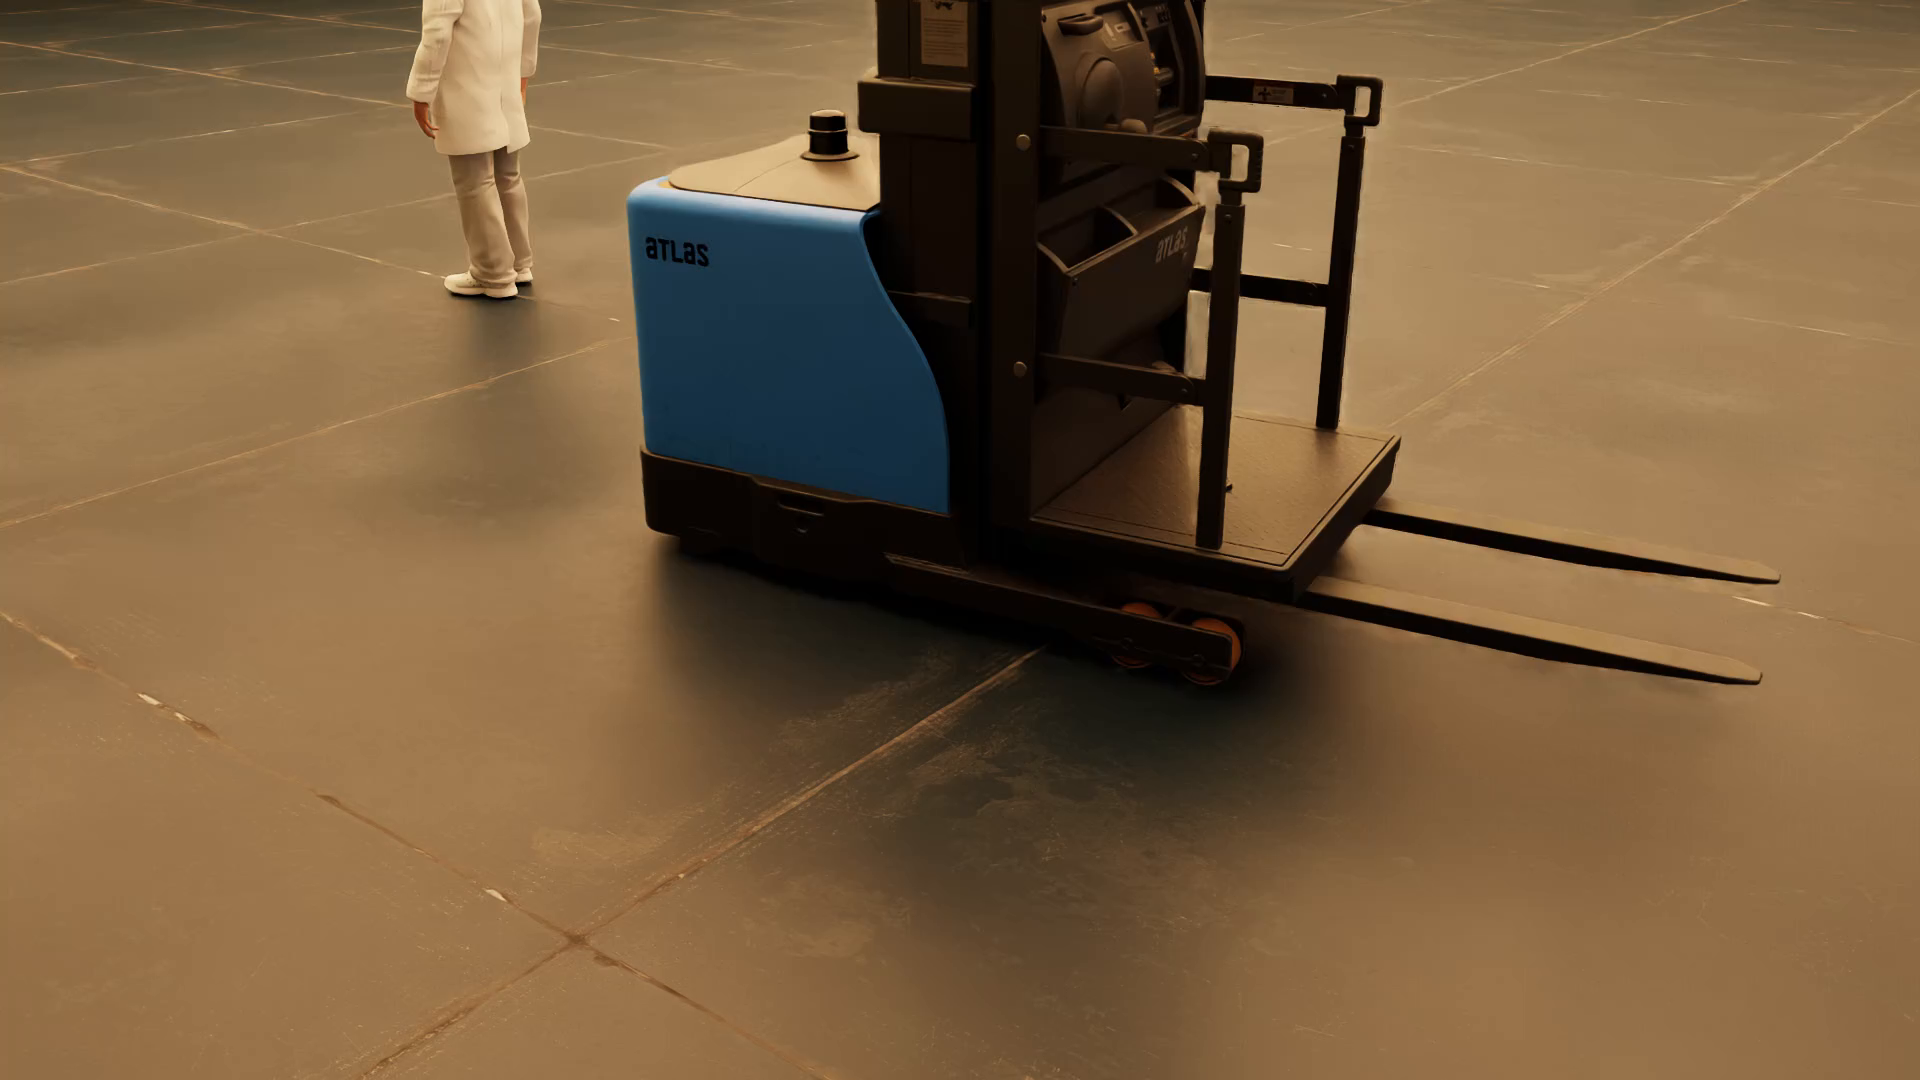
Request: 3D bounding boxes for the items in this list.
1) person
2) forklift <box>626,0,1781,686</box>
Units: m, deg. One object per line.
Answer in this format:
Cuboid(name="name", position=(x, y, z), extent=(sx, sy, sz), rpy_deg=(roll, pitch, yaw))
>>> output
Cuboid(name="person", position=(-2.175, -1.952, 7.265), extent=(0.578, 1.779, 0.698), rpy_deg=(14, 27, 28))
Cuboid(name="forklift", position=(0.607, -1.221, 4.145), extent=(3.031, 2.935, 1.130), rpy_deg=(12, 26, 26))
